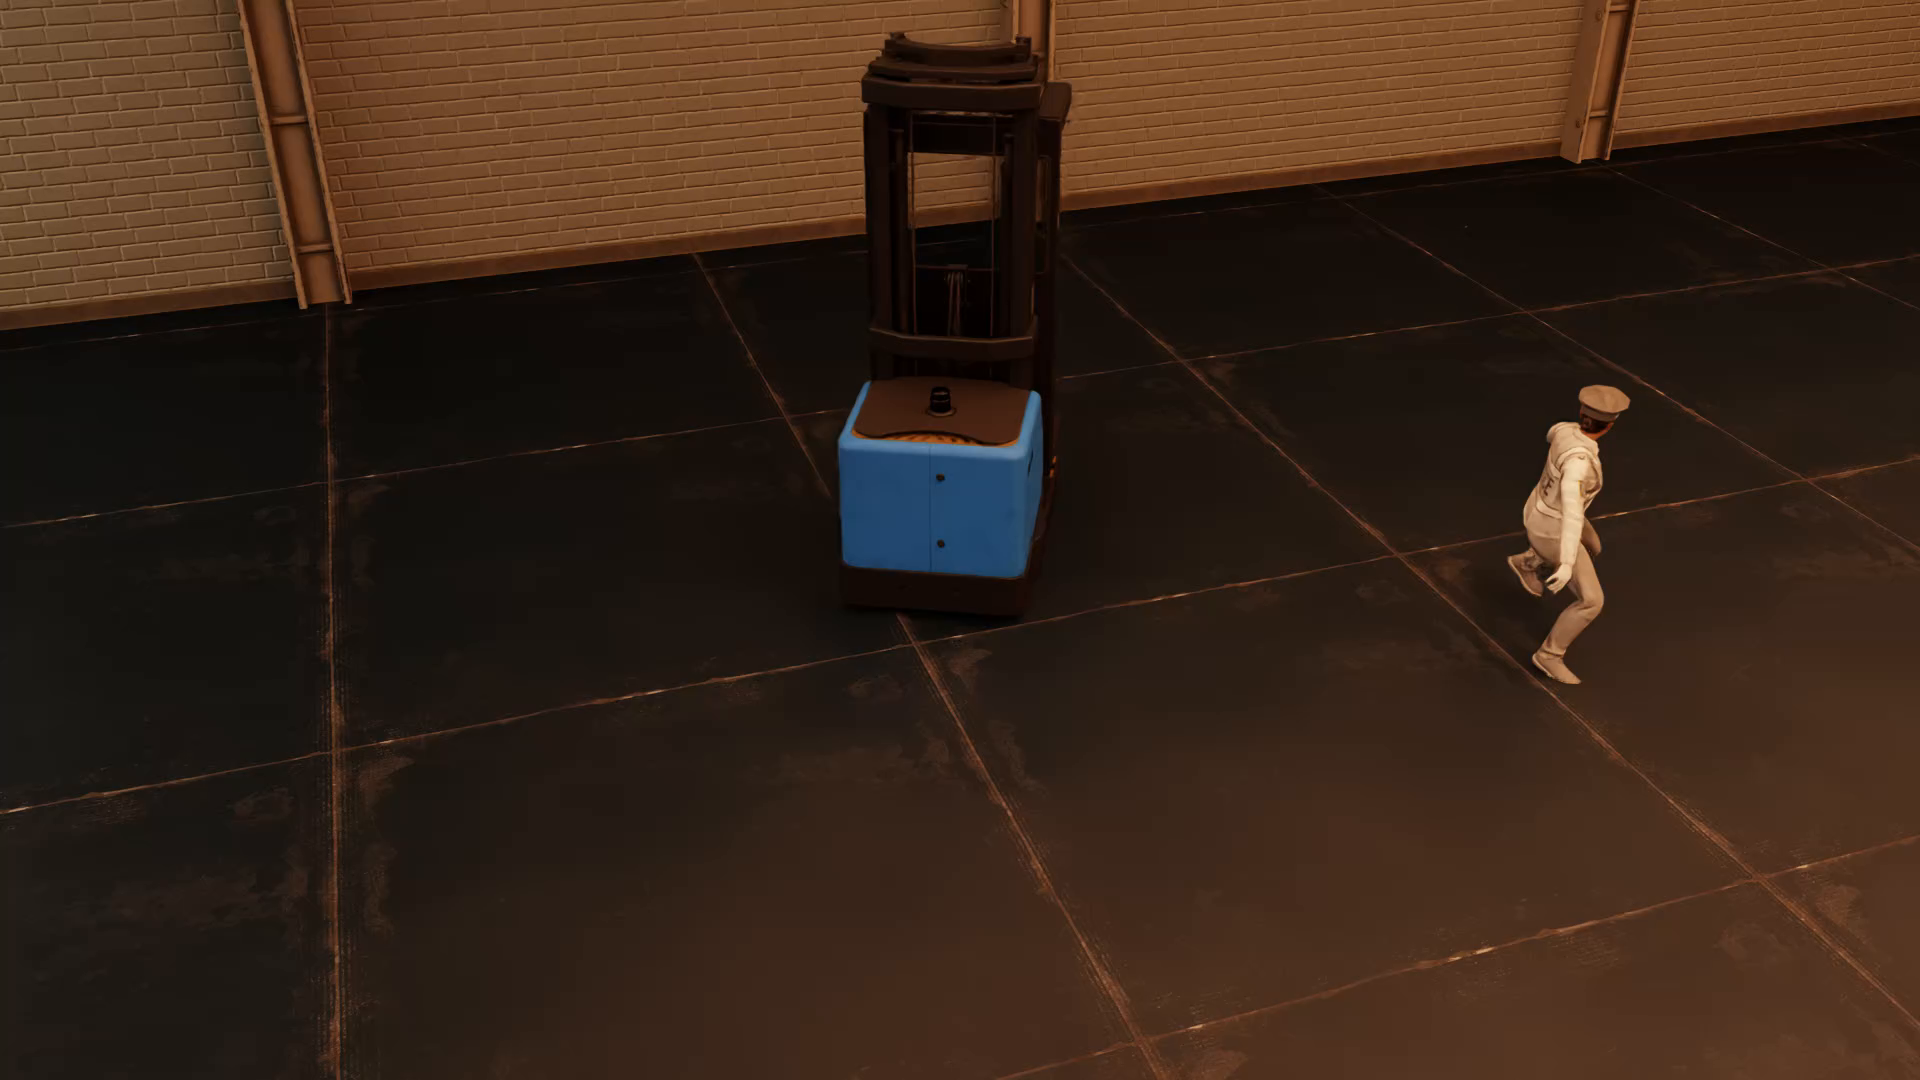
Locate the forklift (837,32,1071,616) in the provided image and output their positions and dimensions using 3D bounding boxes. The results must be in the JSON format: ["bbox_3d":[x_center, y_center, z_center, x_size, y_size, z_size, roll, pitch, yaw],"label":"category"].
[{"bbox_3d":[0.047,-1.565,9.806,1.130,2.935,3.031,4,30,7],"label":"forklift"}]

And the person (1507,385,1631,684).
[{"bbox_3d":[3.158,-0.056,8.665,0.466,1.538,1.051,9,31,15],"label":"person"}]
